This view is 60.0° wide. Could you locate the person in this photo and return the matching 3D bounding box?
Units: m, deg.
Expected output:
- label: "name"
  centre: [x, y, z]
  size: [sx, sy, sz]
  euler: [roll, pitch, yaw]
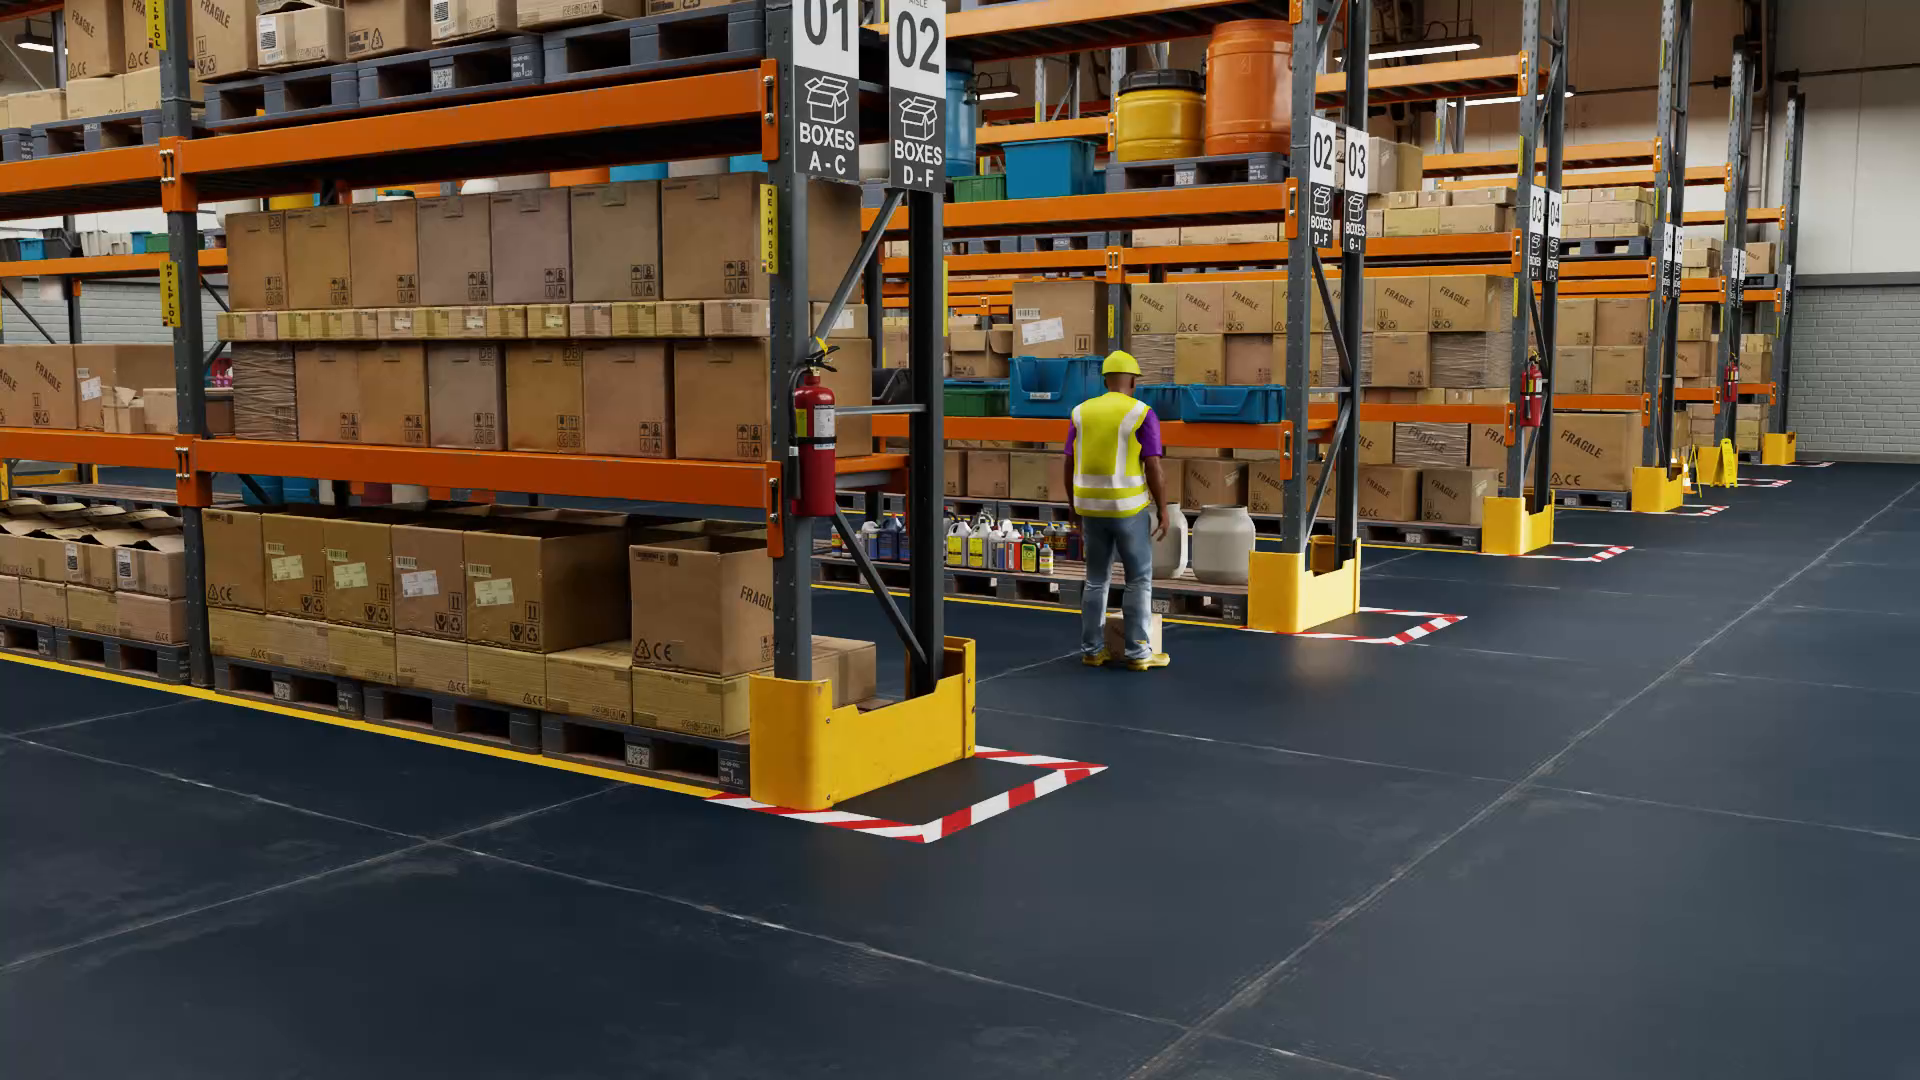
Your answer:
- label: "person"
  centre: [0.879, -0.171, 9.276]
  size: [0.627, 1.760, 0.460]
  euler: [4, 8, 34]
